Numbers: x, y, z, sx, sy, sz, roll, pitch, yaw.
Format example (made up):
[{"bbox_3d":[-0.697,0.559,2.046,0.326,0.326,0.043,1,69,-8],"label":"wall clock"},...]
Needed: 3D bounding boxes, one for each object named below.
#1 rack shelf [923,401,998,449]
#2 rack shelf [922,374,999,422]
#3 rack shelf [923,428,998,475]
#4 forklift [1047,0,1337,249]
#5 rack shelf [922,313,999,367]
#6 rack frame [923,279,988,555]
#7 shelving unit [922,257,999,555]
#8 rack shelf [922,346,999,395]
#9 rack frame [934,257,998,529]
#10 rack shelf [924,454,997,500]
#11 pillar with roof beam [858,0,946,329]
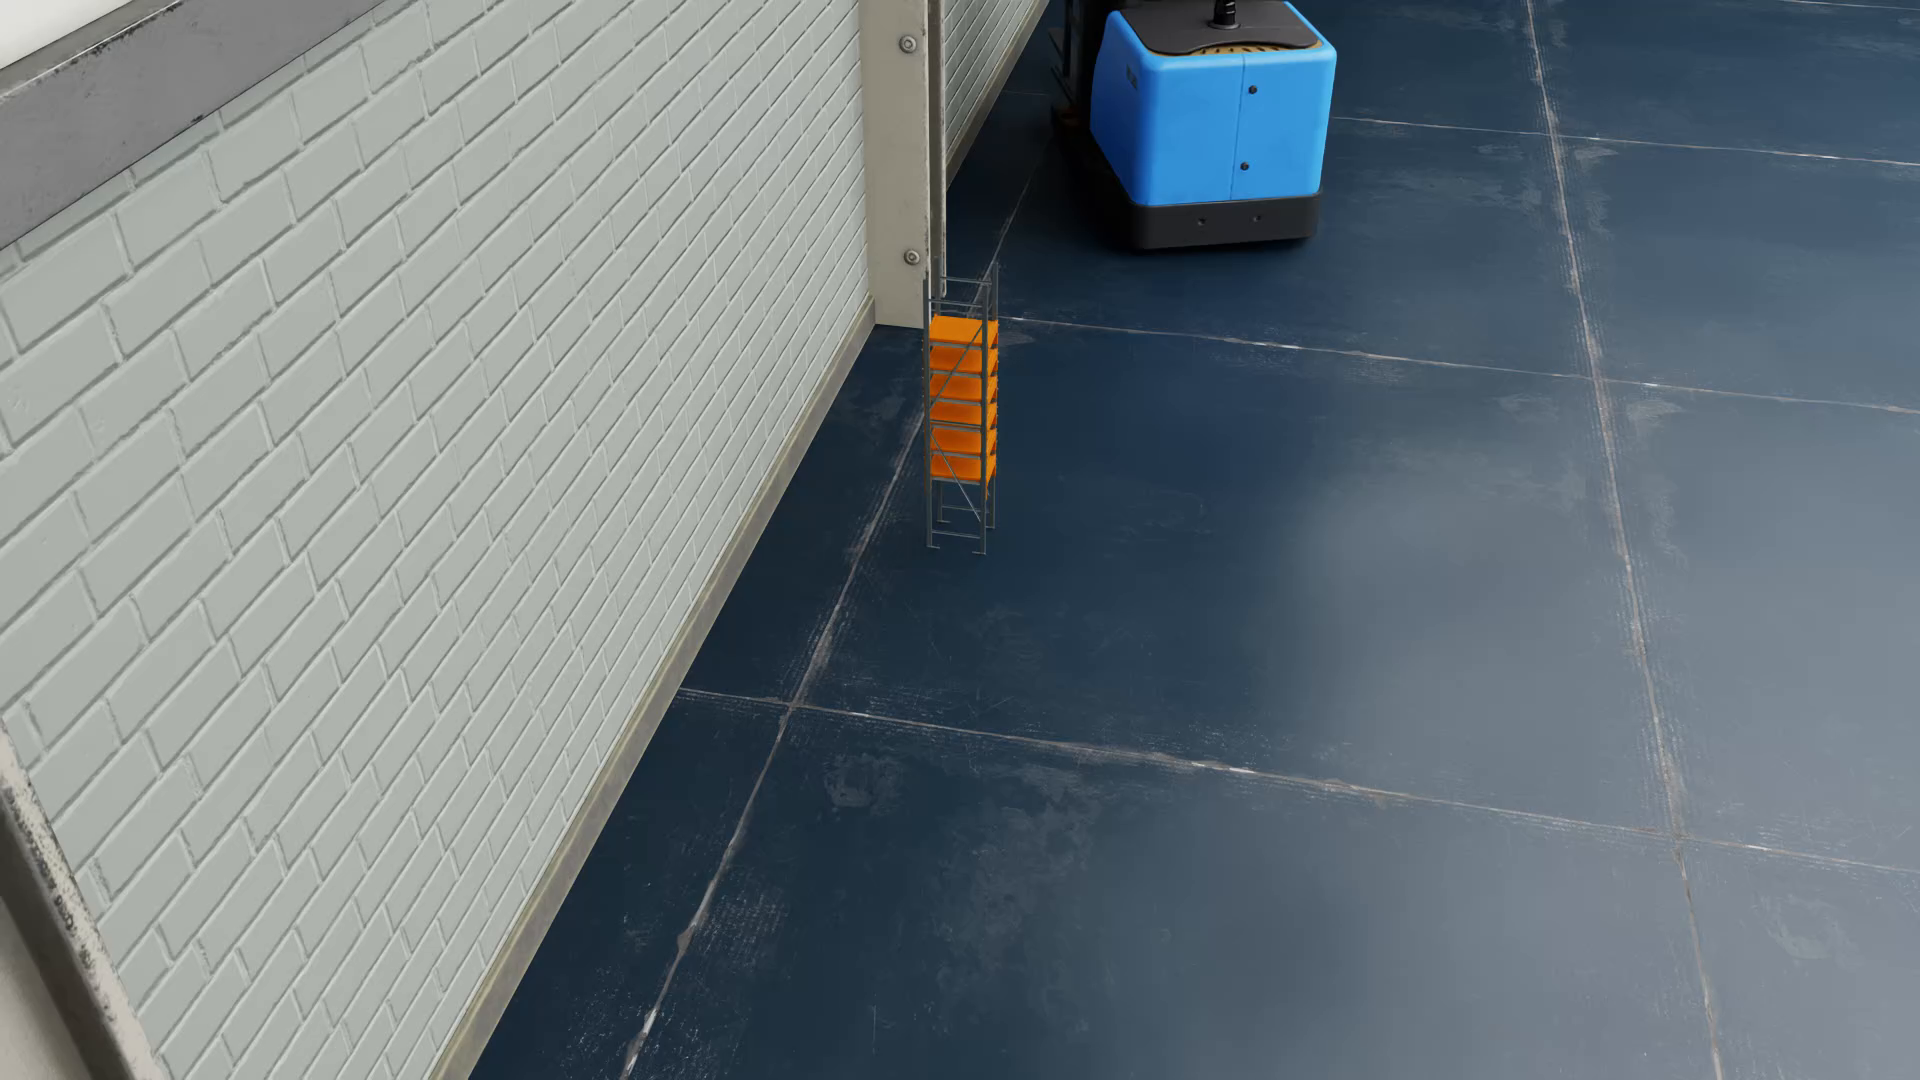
[{"bbox_3d":[0.003,-0.458,6.435,0.258,0.103,0.180,7,37,10],"label":"rack shelf"},{"bbox_3d":[0.003,-0.555,6.365,0.258,0.103,0.180,7,37,10],"label":"rack shelf"},{"bbox_3d":[0.003,-0.361,6.506,0.258,0.103,0.180,7,37,10],"label":"rack shelf"},{"bbox_3d":[1.166,-3.573,9.182,1.130,2.935,3.031,-5,36,-8],"label":"forklift"},{"bbox_3d":[0.003,-0.750,6.224,0.258,0.103,0.180,7,37,10],"label":"rack shelf"},{"bbox_3d":[-0.016,-0.442,6.337,0.240,1.200,0.006,7,37,10],"label":"rack frame"},{"bbox_3d":[0.003,-0.494,6.409,0.258,1.200,0.189,7,37,10],"label":"shelving unit"},{"bbox_3d":[0.003,-0.652,6.295,0.258,0.103,0.180,7,37,10],"label":"rack shelf"},{"bbox_3d":[0.023,-0.547,6.482,0.240,1.200,0.006,7,37,10],"label":"rack frame"},{"bbox_3d":[0.003,-0.264,6.576,0.258,0.103,0.180,7,37,10],"label":"rack shelf"},{"bbox_3d":[3.944,-4.275,4.980,9.100,9.000,0.400,7,37,10],"label":"pillar with roof beam"}]
